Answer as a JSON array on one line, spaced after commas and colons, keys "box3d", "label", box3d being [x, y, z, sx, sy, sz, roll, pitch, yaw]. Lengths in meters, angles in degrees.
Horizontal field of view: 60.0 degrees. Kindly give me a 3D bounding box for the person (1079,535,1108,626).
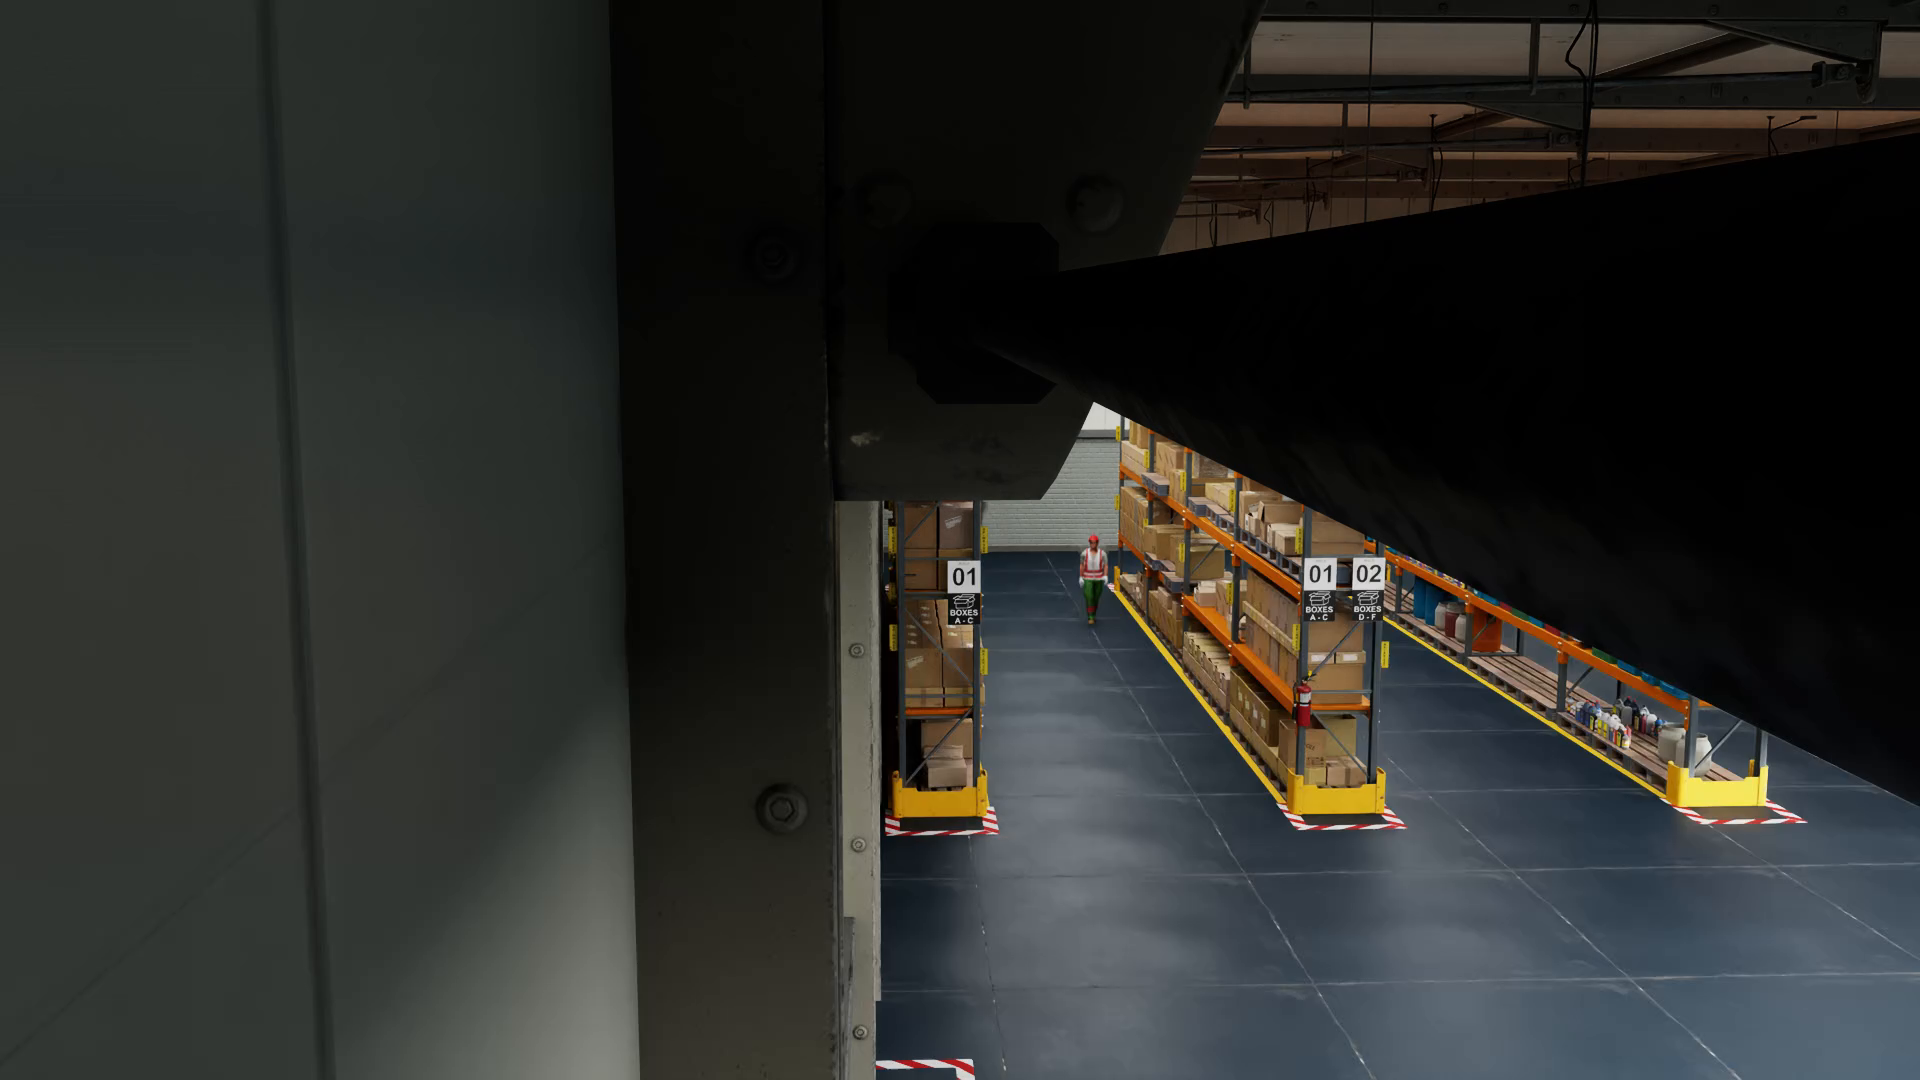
[{"box3d": [2.630, 0.771, 32.507, 0.557, 1.730, 1.060, -1, 8, -4], "label": "person"}]
